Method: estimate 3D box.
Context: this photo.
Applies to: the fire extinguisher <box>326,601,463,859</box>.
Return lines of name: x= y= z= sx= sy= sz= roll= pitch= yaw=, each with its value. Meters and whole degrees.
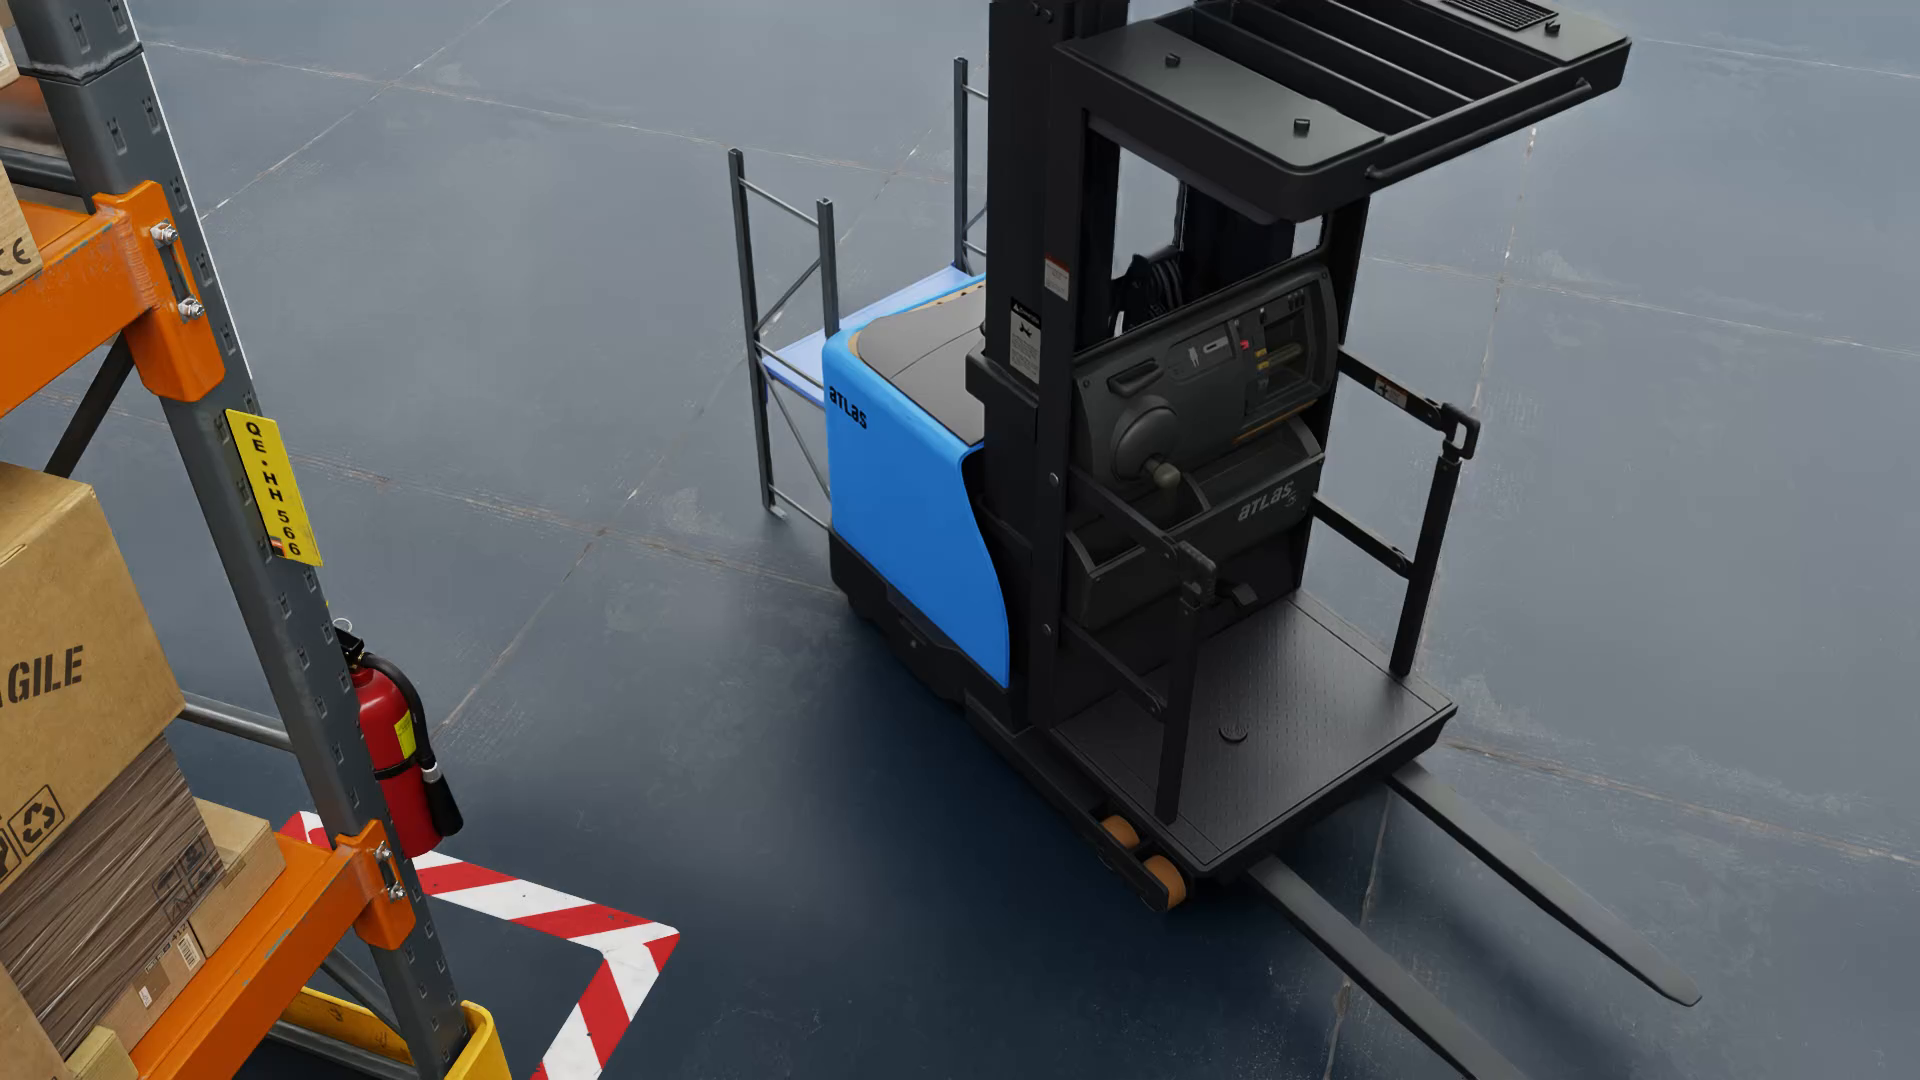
fire extinguisher: x=-1.238 y=0.401 z=3.529 sx=0.296 sy=0.674 sz=0.183 roll=13 pitch=42 yaw=15

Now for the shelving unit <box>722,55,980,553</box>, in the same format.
shelving unit: x=-0.223 y=-0.830 z=6.067 sx=1.048 sy=1.500 sz=0.538 roll=-30 pitch=49 yaw=-30

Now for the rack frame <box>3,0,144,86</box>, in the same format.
rack frame: x=-1.710 y=-1.943 z=1.594 sx=1.000 sy=3.000 sz=0.127 roll=13 pitch=42 yaw=15

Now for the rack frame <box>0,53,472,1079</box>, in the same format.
rack frame: x=-1.710 y=0.339 z=3.541 sx=1.000 sy=3.000 sz=0.127 roll=13 pitch=42 yaw=15

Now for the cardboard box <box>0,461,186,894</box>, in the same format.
cardboard box: x=-1.666 y=0.198 z=2.630 sx=0.500 sy=0.500 sz=0.500 roll=13 pitch=42 yaw=15

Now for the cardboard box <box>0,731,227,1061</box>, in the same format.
cardboard box: x=-1.924 y=0.517 z=3.026 sx=0.875 sy=0.500 sz=0.500 roll=13 pitch=42 yaw=15

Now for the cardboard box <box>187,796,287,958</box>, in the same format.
cardboard box: x=-1.613 y=0.654 z=3.366 sx=0.380 sy=0.149 sz=0.250 roll=13 pitch=42 yaw=15

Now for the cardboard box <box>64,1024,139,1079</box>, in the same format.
cardboard box: x=-1.737 y=0.971 z=2.995 sx=0.380 sy=0.149 sz=0.250 roll=13 pitch=42 yaw=15

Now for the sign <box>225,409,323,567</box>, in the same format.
sign: x=-1.195 y=-0.086 z=2.904 sx=0.100 sy=0.325 sz=0.005 roll=13 pitch=42 yaw=15

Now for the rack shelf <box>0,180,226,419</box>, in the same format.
rack shelf: x=-2.394 y=0.691 z=1.372 sx=1.077 sy=0.370 sz=4.000 roll=13 pitch=42 yaw=15

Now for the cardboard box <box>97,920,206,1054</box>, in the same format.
cardboard box: x=-1.699 y=0.807 z=3.187 sx=0.380 sy=0.149 sz=0.250 roll=13 pitch=42 yaw=15

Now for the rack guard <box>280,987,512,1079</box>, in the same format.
rack guard: x=-1.736 y=1.336 z=4.298 sx=1.175 sy=0.500 sz=0.348 roll=13 pitch=42 yaw=15

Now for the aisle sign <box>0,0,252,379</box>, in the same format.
aisle sign: x=-1.407 y=-0.621 z=2.664 sx=0.394 sy=0.787 sz=0.004 roll=13 pitch=42 yaw=15

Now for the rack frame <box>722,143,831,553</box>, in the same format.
rack frame: x=-0.603 y=-0.610 z=5.809 sx=0.032 sy=1.500 sz=0.500 roll=-30 pitch=49 yaw=-30

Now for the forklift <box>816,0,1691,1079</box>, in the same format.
forklift: x=0.802 y=-0.392 z=4.452 sx=1.130 sy=2.935 sz=3.031 roll=-26 pitch=47 yaw=-27

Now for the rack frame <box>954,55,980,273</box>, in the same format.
rack frame: x=0.156 y=-1.049 z=6.324 sx=0.032 sy=1.500 sz=0.500 roll=-30 pitch=49 yaw=-30

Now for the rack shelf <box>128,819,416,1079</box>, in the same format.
rack shelf: x=-2.394 y=1.833 z=2.345 sx=1.077 sy=0.370 sz=4.000 roll=13 pitch=42 yaw=15

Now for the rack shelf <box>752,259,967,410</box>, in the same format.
rack shelf: x=-0.223 y=-0.693 z=6.184 sx=1.000 sy=0.185 sz=0.538 roll=-30 pitch=49 yaw=-30

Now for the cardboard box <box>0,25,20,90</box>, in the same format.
cardboard box: x=-1.512 y=-0.658 z=2.208 sx=0.380 sy=0.149 sz=0.250 roll=13 pitch=42 yaw=15

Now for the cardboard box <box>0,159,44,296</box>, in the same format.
cardboard box: x=-1.636 y=-0.395 z=2.206 sx=0.500 sy=0.250 sz=0.500 roll=14 pitch=42 yaw=16
